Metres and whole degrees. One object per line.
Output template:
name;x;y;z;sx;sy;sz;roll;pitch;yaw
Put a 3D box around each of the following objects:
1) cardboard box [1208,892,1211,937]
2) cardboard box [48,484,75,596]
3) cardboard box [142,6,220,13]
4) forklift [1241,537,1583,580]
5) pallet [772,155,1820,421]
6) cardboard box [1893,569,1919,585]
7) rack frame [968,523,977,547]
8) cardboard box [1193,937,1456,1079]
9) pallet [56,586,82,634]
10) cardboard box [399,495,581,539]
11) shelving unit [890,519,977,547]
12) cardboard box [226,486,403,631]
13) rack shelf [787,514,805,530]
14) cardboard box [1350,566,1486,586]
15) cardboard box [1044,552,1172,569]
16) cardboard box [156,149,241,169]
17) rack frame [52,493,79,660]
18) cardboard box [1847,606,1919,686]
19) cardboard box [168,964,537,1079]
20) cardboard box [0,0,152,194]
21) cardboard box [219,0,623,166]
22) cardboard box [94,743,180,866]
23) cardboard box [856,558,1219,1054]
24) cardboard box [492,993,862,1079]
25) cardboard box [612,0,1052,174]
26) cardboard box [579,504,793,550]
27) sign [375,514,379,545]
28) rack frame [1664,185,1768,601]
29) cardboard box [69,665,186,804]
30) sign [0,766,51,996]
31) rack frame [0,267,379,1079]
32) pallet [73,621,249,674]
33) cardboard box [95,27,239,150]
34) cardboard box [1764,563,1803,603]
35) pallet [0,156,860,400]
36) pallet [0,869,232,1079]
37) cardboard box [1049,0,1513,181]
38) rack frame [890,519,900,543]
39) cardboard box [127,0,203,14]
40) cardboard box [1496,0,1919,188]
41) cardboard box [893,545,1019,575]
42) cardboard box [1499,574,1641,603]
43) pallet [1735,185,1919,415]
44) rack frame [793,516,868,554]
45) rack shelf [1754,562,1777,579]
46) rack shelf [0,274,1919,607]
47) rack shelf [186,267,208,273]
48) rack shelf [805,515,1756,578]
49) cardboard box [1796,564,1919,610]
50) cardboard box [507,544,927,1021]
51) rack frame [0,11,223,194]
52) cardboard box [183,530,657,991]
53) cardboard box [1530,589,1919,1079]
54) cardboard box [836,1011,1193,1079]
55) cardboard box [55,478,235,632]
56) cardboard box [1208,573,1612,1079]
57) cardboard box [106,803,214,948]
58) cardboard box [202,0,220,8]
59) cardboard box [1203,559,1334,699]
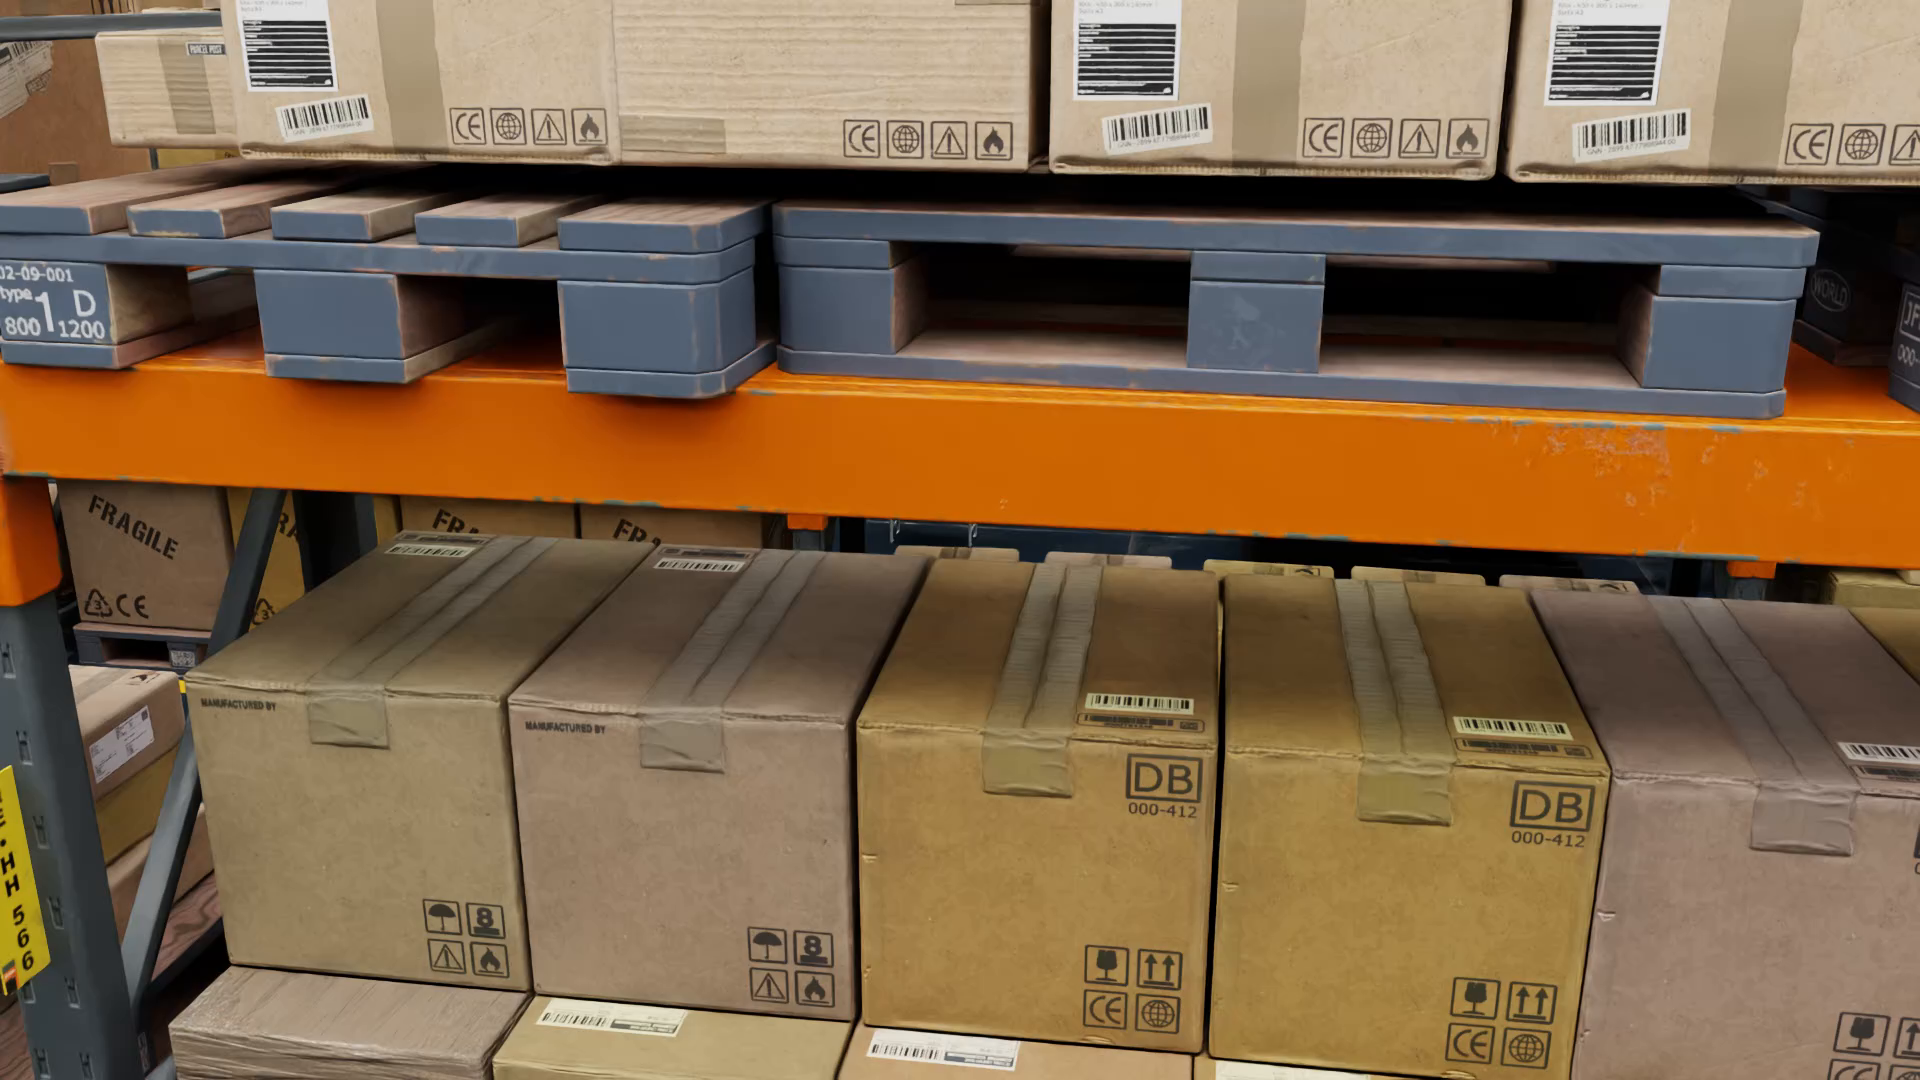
cardboard box;0.683;0.800;3.028;0.500;0.500;0.500;3;19;10
cardboard box;-5.163;0.027;8.871;0.875;0.438;0.875;3;19;8
cardboard box;-3.367;-2.261;7.313;0.250;0.166;0.380;2;19;5
forklift;3.208;-1.268;9.474;3.031;2.935;1.130;2;19;6
pallet;0.452;-0.428;2.426;1.213;0.211;1.003;4;19;11
cardboard box;3.992;0.060;6.864;0.250;0.149;0.380;3;19;9
rack frame;0.077;-0.565;10.101;0.015;1.200;0.240;3;19;9
cardboard box;0.596;0.969;2.521;0.500;0.500;0.500;3;19;8
pallet;-5.299;0.336;8.967;1.213;0.211;1.003;3;19;9
cardboard box;-2.160;-0.021;8.325;0.875;0.875;0.875;3;19;9
shelving unit;-0.163;-0.577;10.138;0.503;1.200;0.258;3;19;9
cardboard box;-3.042;-0.066;8.460;0.875;0.875;0.875;3;19;10
rack shelf;-2.586;-0.482;8.150;4.000;0.370;1.077;3;19;9
cardboard box;2.110;0.465;7.665;0.625;0.372;0.950;4;19;12
cardboard box;0.675;0.391;7.887;0.625;0.372;0.950;3;19;8
cardboard box;-5.840;-2.923;12.898;0.500;0.500;0.500;3;19;10
rack frame;-4.560;-0.924;8.336;0.127;3.000;1.000;3;19;9
cardboard box;1.654;0.465;2.453;0.500;0.500;0.700;3;19;8
cardboard box;-0.896;0.893;2.749;0.500;0.500;0.500;3;19;9
cardboard box;-1.818;-0.749;2.928;0.500;0.500;0.500;3;19;9
cardboard box;-0.617;-0.688;2.226;0.500;0.311;0.500;3;19;9
cardboard box;-1.742;0.525;3.271;0.250;0.149;0.380;4;19;11
cardboard box;0.152;0.388;2.683;0.500;0.500;0.700;3;19;8
cardboard box;-0.394;0.918;2.675;0.500;0.500;0.500;3;19;8
cardboard box;-0.122;-0.634;2.160;0.500;0.250;0.500;3;19;10
cardboard box;-1.280;0.025;8.187;0.875;0.875;0.875;3;19;8
sign;-1.212;0.110;3.421;0.005;0.325;0.100;3;19;9
rack frame;3.338;-0.521;7.133;0.127;3.000;1.000;3;19;9
cardboard box;-1.726;0.387;3.215;0.250;0.149;0.380;3;19;9
sign;-1.373;0.492;2.404;0.005;0.325;0.100;3;19;9
rack frame;-1.296;0.833;3.085;0.127;3.000;1.000;3;19;9
pallet;-3.787;0.414;8.733;1.213;0.211;1.003;3;19;9
cardboard box;-0.992;-0.650;2.366;0.250;0.149;0.380;2;19;6
cardboard box;3.965;0.174;7.546;0.500;0.500;0.500;3;19;8
pallet;-0.652;-0.484;2.592;1.003;0.211;1.213;4;19;11
pallet;-2.017;0.922;3.123;1.003;0.211;1.213;3;19;9
cardboard box;0.385;-0.637;2.073;0.500;0.311;0.500;3;19;8
rack frame;-0.404;-0.590;10.174;0.015;1.200;0.240;3;19;9
cardboard box;-3.736;-2.458;7.374;0.500;0.500;0.500;3;19;8
cardboard box;0.887;-0.611;1.996;0.500;0.311;0.500;2;19;7
cardboard box;-0.055;0.356;7.991;0.625;0.372;0.950;2;19;5
cardboard box;2.820;0.500;7.560;0.625;0.372;0.950;3;19;9
pallet;1.740;-0.328;2.129;1.217;0.209;0.805;2;19;6
rack frame;-0.611;-0.722;7.735;0.127;3.000;1.000;3;19;9
rack shelf;5.313;-0.079;6.946;4.000;0.370;1.077;3;19;9
rack shelf;0.678;-0.147;2.422;4.000;0.370;1.077;3;19;9
rack shelf;-3.271;-0.349;3.024;4.000;0.370;1.077;3;19;9
rack shelf;1.364;-0.281;7.548;4.000;0.370;1.077;3;19;9
cardboard box;3.878;0.342;7.042;0.500;0.500;0.500;4;19;11
cardboard box;-0.355;0.363;2.759;0.500;0.500;0.700;3;19;8
rack frame;-1.296;-2.011;2.133;0.127;3.000;1.000;3;19;9
cardboard box;-0.855;0.338;2.833;0.500;0.500;0.700;3;19;8
cardboard box;1.155;0.439;2.530;0.500;0.500;0.700;3;19;9
cardboard box;0.104;0.943;2.598;0.500;0.500;0.500;3;19;9
cardboard box;-3.936;-0.109;8.589;0.875;0.875;0.875;4;19;10
cardboard box;0.656;0.413;2.607;0.500;0.500;0.700;3;19;8
cardboard box;-1.706;0.668;3.314;0.250;0.149;0.380;3;19;8
cardboard box;-3.657;-2.525;7.872;0.500;0.311;0.500;3;19;9
cardboard box;1.423;0.431;7.768;0.625;0.372;0.950;4;19;10
